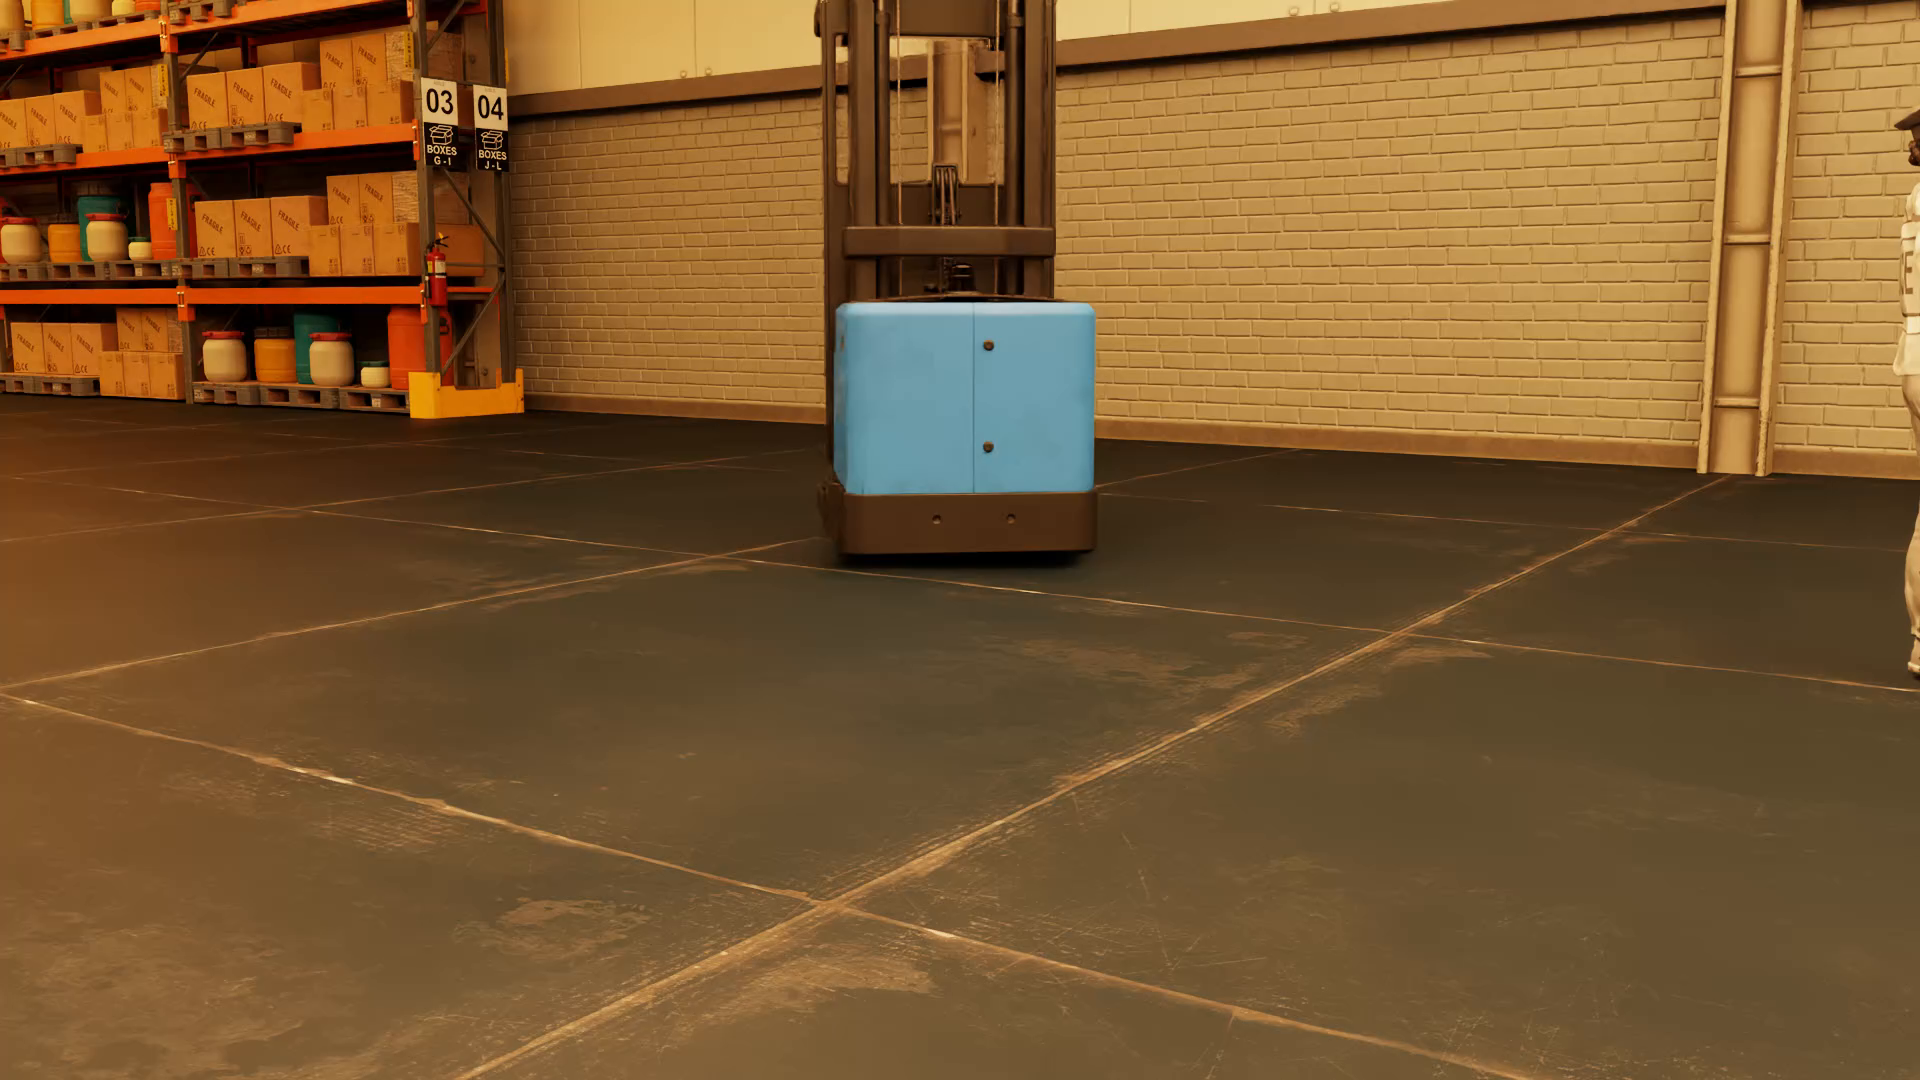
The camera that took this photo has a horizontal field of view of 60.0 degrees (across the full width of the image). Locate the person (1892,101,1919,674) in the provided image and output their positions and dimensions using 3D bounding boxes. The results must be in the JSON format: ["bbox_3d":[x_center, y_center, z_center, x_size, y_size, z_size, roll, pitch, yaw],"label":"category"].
[{"bbox_3d":[2.855,-0.441,4.633,0.533,1.695,0.586,4,9,25],"label":"person"}]

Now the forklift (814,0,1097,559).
[{"bbox_3d":[-0.129,-1.541,8.027,1.130,2.935,3.031,-1,8,-7],"label":"forklift"}]
